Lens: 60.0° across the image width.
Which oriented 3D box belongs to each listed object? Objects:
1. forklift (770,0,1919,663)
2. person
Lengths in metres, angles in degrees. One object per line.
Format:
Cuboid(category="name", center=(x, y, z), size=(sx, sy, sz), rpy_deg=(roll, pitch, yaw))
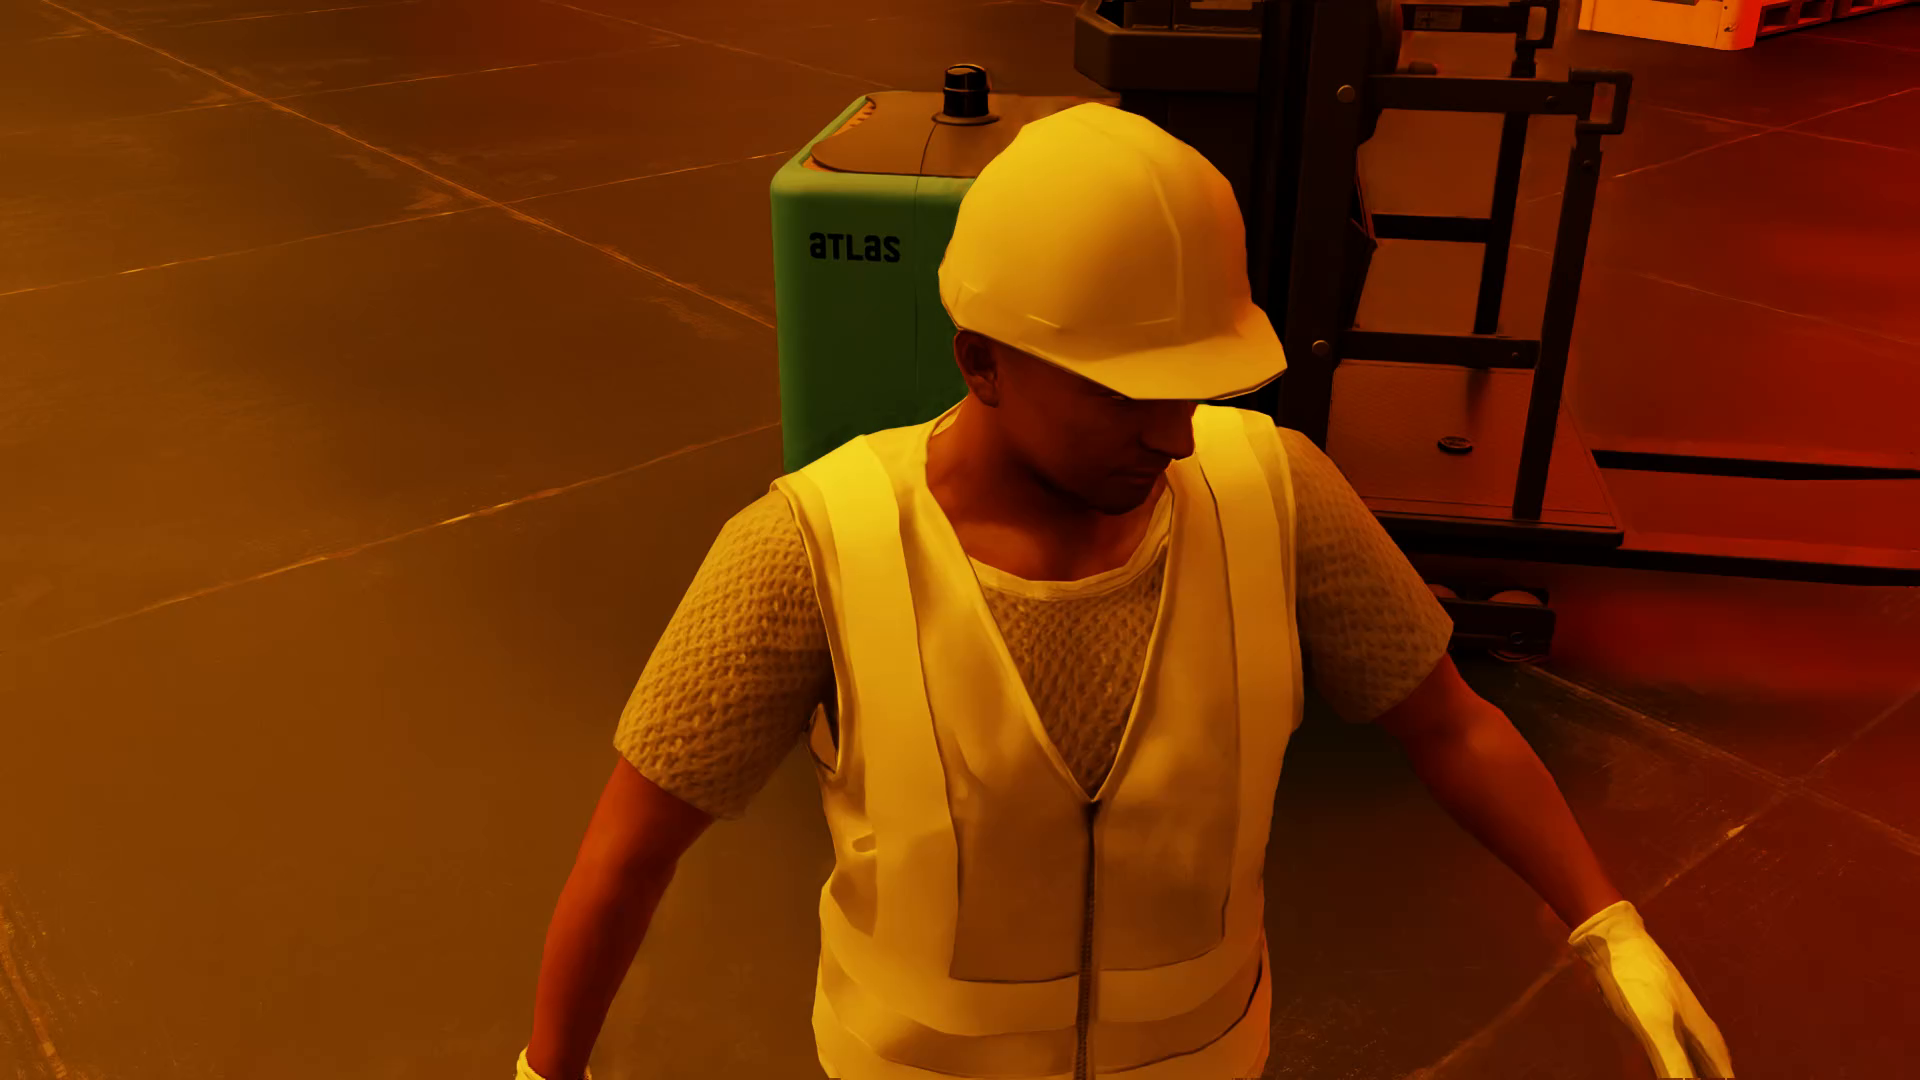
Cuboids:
Cuboid(category="forklift", center=(1.115, -1.280, 3.783), size=(3.031, 2.935, 1.130), rpy_deg=(4, 27, 9))
Cuboid(category="person", center=(0.083, 0.548, 1.477), size=(1.026, 1.807, 0.583), rpy_deg=(-5, 27, -9))
